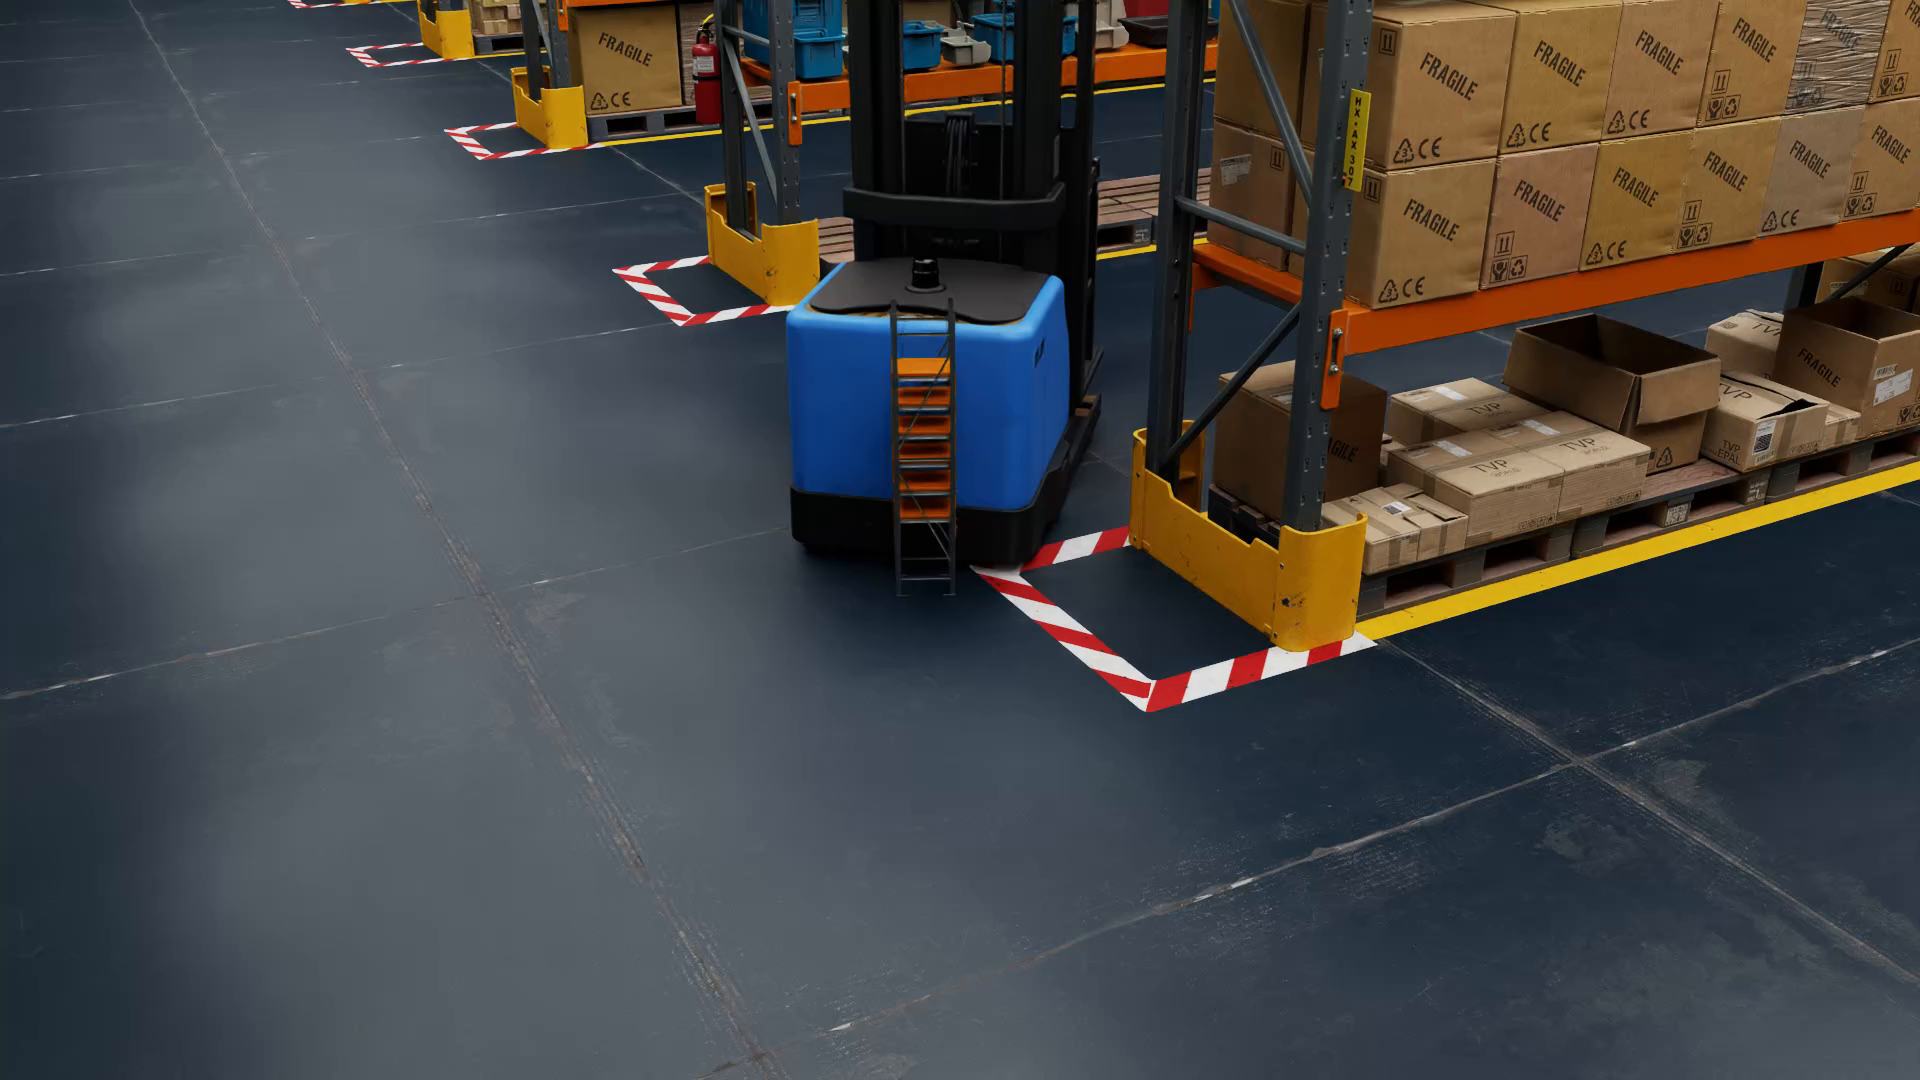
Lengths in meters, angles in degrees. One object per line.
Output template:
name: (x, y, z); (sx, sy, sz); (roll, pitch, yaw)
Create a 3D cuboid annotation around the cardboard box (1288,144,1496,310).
cardboard box: (1.585, -1.190, 6.147); (0.500, 0.500, 0.500); (-12, 28, -24)

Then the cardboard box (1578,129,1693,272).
cardboard box: (2.482, -1.398, 6.581); (0.500, 0.500, 0.500); (-13, 29, -25)

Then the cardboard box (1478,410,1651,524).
cardboard box: (2.565, -0.320, 7.119); (0.500, 0.250, 0.500); (-13, 29, -25)

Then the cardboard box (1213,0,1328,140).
cardboard box: (1.333, -1.847, 6.360); (0.500, 0.500, 0.500); (-13, 29, -26)

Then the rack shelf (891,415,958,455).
rack shelf: (-0.142, -0.419, 6.562); (0.258, 0.103, 0.180); (-1, 26, -2)

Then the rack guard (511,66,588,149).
rack guard: (-3.610, -3.807, 14.603); (0.348, 0.500, 1.175); (-13, 29, -25)

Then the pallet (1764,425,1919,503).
pallet: (3.992, -0.573, 8.200); (1.213, 0.211, 1.003); (-13, 29, -25)

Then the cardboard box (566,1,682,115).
cardboard box: (-3.062, -4.332, 14.776); (0.875, 0.875, 0.875); (-13, 29, -25)

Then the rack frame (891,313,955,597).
rack frame: (-0.139, -0.311, 6.512); (0.240, 1.200, 0.006); (-1, 26, -2)

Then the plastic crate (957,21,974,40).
plastic crate: (0.125, -3.378, 11.055); (0.250, 0.136, 0.298); (-13, 29, -25)

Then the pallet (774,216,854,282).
pallet: (-0.512, -1.944, 11.054); (1.213, 0.211, 1.003); (-13, 29, -25)

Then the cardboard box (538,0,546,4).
cardboard box: (-4.742, -6.108, 18.627); (0.250, 0.149, 0.380); (-13, 29, -25)

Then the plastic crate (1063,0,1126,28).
plastic crate: (0.837, -3.595, 11.340); (0.530, 0.282, 0.437); (-13, 29, -25)

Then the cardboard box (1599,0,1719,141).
cardboard box: (2.486, -1.850, 6.367); (0.500, 0.500, 0.500); (-13, 28, -24)

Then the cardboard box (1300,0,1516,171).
cardboard box: (1.585, -1.641, 5.931); (0.500, 0.500, 0.500); (-12, 28, -24)

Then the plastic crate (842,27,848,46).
plastic crate: (-0.624, -3.191, 10.666); (0.243, 0.136, 0.396); (-13, 29, -25)

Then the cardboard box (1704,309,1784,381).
cardboard box: (4.127, -0.953, 8.368); (0.500, 0.311, 0.500); (-13, 29, -25)

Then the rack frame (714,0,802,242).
rack frame: (-1.258, -3.048, 10.132); (0.127, 3.000, 1.000); (-13, 29, -25)

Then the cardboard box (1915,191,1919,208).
cardboard box: (4.278, -1.815, 7.449); (0.500, 0.500, 0.500); (-12, 28, -24)

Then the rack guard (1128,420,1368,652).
rack guard: (1.136, -0.044, 6.764); (0.348, 0.500, 1.175); (-13, 29, -25)

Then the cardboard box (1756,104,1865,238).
cardboard box: (3.372, -1.604, 7.010); (0.500, 0.500, 0.500); (-12, 28, -24)

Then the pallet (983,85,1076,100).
pallet: (0.586, -4.683, 16.759); (1.213, 0.211, 1.003); (-13, 29, -25)

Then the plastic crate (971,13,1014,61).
plastic crate: (0.276, -3.192, 10.557); (0.300, 0.233, 0.416); (-13, 29, -25)

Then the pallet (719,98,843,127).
pallet: (-1.845, -4.122, 15.591); (1.213, 0.211, 1.003); (-13, 29, -25)

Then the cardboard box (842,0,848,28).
cardboard box: (-1.474, -4.698, 15.539); (0.875, 0.875, 0.875); (-13, 29, -25)

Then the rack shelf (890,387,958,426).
rack shelf: (-0.142, -0.527, 6.510); (0.258, 0.103, 0.180); (-1, 26, -2)

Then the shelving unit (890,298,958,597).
shelving unit: (-0.142, -0.351, 6.595); (0.258, 1.200, 0.189); (-1, 26, -2)

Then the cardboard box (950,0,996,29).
cardboard box: (0.496, -5.123, 16.425); (0.875, 0.875, 1.225); (-13, 29, -25)

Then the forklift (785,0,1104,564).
forklift: (0.103, -1.837, 7.690); (1.130, 2.935, 3.031); (6, 26, 11)

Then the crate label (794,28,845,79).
crate label: (-0.886, -2.924, 9.998); (0.303, 0.233, 0.416); (-13, 29, -25)

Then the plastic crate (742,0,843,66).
plastic crate: (-1.051, -3.230, 10.402); (0.499, 0.435, 0.616); (-13, 29, -25)

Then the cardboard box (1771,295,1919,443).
cardboard box: (4.229, -0.817, 7.866); (0.500, 0.500, 0.500); (-13, 29, -25)

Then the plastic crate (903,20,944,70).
plastic crate: (-0.305, -3.058, 10.277); (0.300, 0.233, 0.416); (-13, 29, -25)

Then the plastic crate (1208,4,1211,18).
plastic crate: (1.793, -3.730, 11.789); (0.243, 0.136, 0.396); (-13, 29, -25)

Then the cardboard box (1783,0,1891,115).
cardboard box: (3.379, -2.056, 6.795); (0.500, 0.500, 0.500); (-13, 28, -25)

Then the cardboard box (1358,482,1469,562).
cardboard box: (1.821, -0.081, 6.719); (0.250, 0.166, 0.380); (-13, 29, -25)

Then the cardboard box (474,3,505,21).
cardboard box: (-5.251, -5.901, 18.540); (0.250, 0.149, 0.380); (-12, 28, -23)

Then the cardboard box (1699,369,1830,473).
cardboard box: (3.568, -0.579, 7.588); (0.500, 0.311, 0.500); (-13, 29, -25)

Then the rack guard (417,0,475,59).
rack guard: (-5.767, -5.743, 18.633); (0.348, 0.500, 1.175); (-13, 29, -25)

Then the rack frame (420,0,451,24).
rack frame: (-5.834, -6.854, 18.060); (0.127, 3.000, 1.000); (-13, 29, -25)

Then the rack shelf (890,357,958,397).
rack shelf: (-0.142, -0.636, 6.458); (0.258, 0.103, 0.180); (-1, 26, -2)

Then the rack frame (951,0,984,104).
rack frame: (-0.060, -5.754, 15.769); (0.127, 3.000, 1.000); (-13, 29, -25)

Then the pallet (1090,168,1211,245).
pallet: (1.641, -2.441, 12.089); (1.213, 0.211, 1.003); (-13, 29, -25)

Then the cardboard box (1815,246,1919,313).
cardboard box: (4.899, -1.251, 8.770); (0.500, 0.500, 0.500); (-13, 29, -25)

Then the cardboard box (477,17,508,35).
cardboard box: (-5.221, -5.743, 18.554); (0.250, 0.149, 0.380); (-12, 28, -24)

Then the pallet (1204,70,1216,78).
pallet: (2.739, -5.180, 17.794); (1.213, 0.211, 1.003); (-13, 29, -25)

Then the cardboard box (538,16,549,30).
cardboard box: (-4.813, -5.880, 18.841); (0.250, 0.149, 0.380); (-13, 28, -25)

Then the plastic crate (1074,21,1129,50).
plastic crate: (0.876, -3.301, 10.895); (0.466, 0.136, 0.293); (-13, 29, -25)

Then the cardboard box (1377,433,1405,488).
cardboard box: (1.833, -0.329, 7.235); (0.250, 0.166, 0.380); (-13, 29, -25)

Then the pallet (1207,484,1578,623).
pallet: (1.839, -0.076, 7.165); (1.213, 0.211, 1.003); (-13, 29, -25)

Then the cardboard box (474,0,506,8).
cardboard box: (-5.212, -6.003, 18.409); (0.250, 0.149, 0.380); (-14, 29, -27)

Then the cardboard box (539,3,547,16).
cardboard box: (-4.808, -6.019, 18.785); (0.250, 0.149, 0.380); (-13, 28, -24)

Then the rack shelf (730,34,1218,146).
rack shelf: (0.506, -3.131, 11.136); (4.000, 0.370, 1.077); (-13, 29, -25)
